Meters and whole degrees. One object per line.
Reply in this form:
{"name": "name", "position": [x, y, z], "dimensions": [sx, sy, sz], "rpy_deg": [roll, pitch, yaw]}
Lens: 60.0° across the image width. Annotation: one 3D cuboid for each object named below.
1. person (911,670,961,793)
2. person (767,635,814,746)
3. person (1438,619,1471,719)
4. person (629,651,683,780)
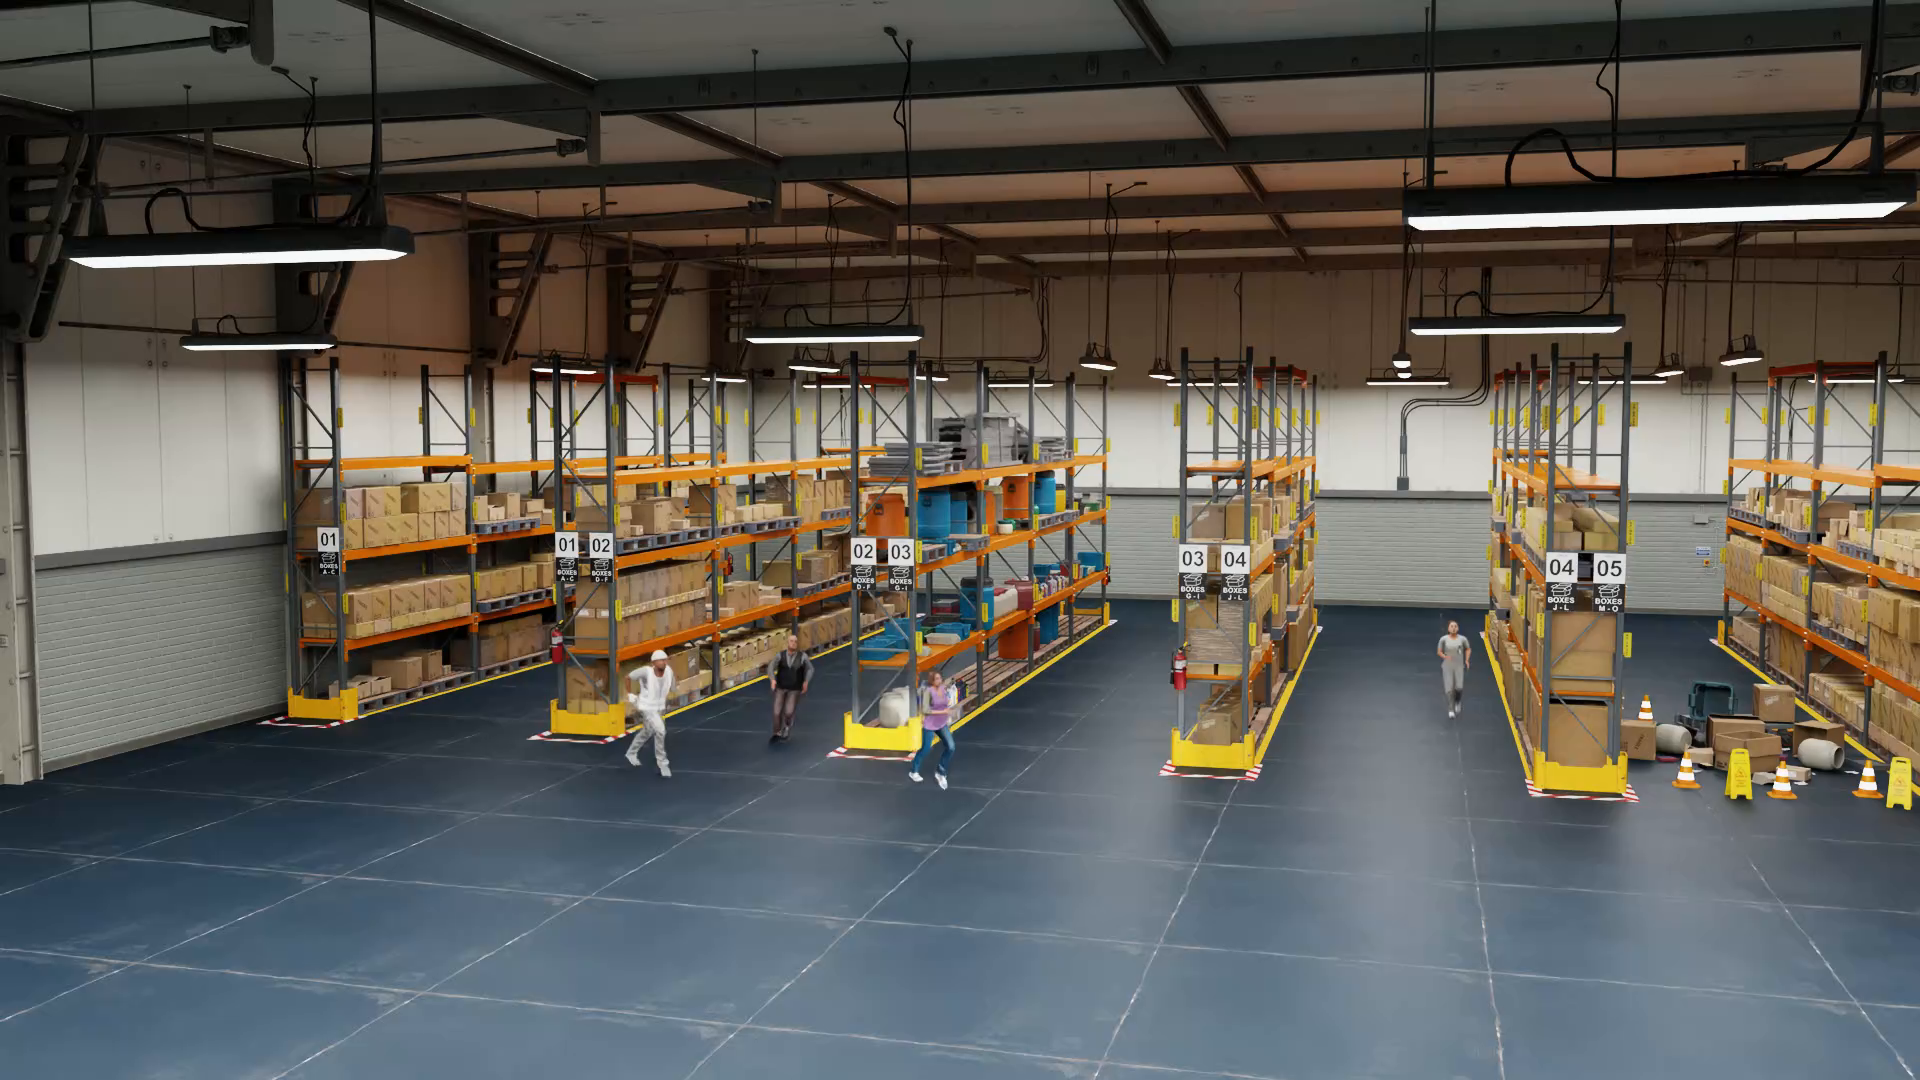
{"name": "person", "position": [-0.285, 2.561, 22.445], "dimensions": [0.548, 1.640, 0.848], "rpy_deg": [-4, 6, -41]}
{"name": "person", "position": [-2.604, 2.298, 25.482], "dimensions": [0.714, 1.696, 0.636], "rpy_deg": [0, 4, 0]}
{"name": "person", "position": [8.220, 2.138, 27.643], "dimensions": [0.536, 1.661, 0.674], "rpy_deg": [1, 4, 15]}
{"name": "person", "position": [-4.275, 2.417, 23.351], "dimensions": [1.122, 1.776, 0.683], "rpy_deg": [3, 5, 36]}
